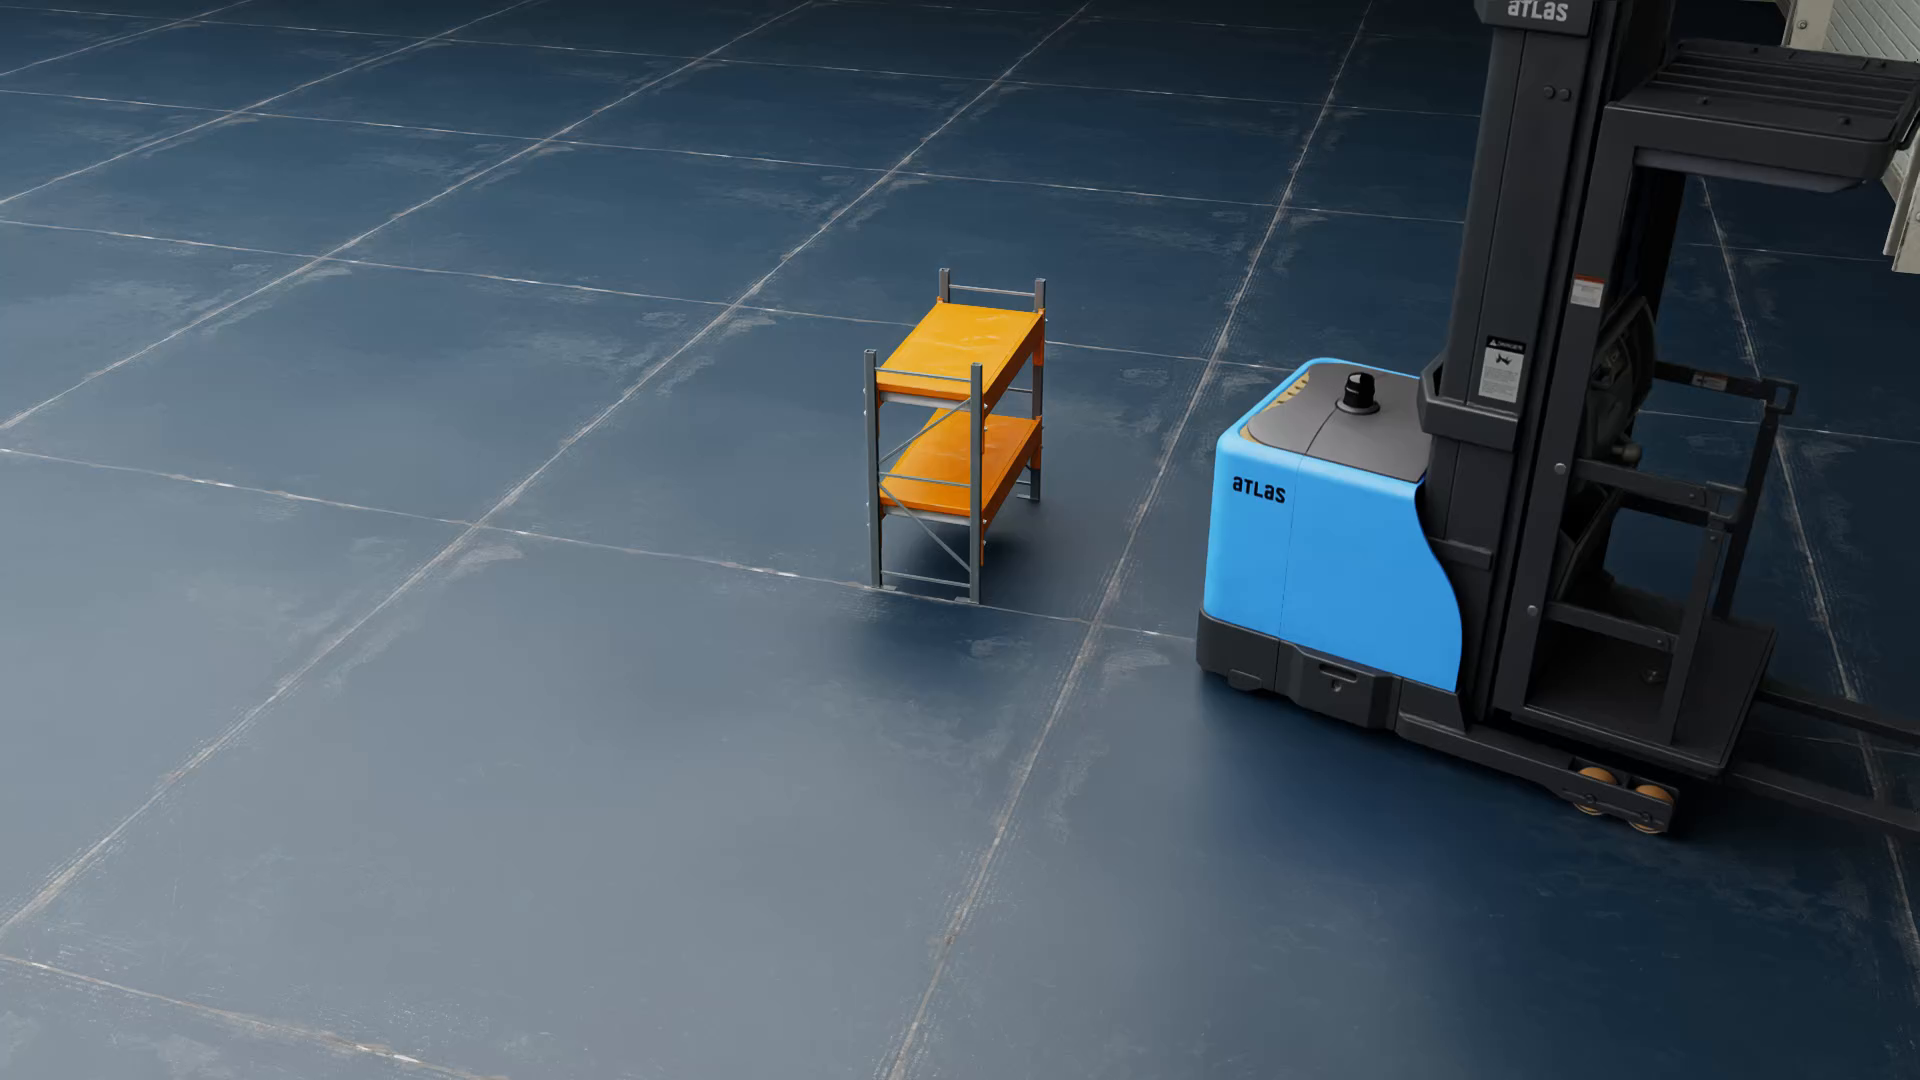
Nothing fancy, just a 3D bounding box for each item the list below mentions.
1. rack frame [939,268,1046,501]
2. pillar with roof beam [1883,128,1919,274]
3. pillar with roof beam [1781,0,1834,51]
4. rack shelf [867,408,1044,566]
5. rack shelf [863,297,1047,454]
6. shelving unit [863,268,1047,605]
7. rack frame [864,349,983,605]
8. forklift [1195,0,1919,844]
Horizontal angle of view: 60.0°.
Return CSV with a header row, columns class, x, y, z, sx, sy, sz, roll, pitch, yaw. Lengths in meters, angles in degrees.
class,x,y,z,sx,sy,sz,roll,pitch,yaw
rack frame,0.147,-0.725,7.896,0.500,1.125,0.032,8,30,15
pillar with roof beam,2.218,-6.380,9.963,9.100,9.000,0.400,8,30,15
pillar with roof beam,3.979,-9.169,14.975,9.100,9.000,0.400,8,30,15
rack shelf,-0.002,-0.275,7.590,0.538,0.278,1.000,8,30,15
rack shelf,-0.002,-0.744,7.329,0.538,0.278,1.000,8,30,15
shelving unit,-0.002,-0.488,7.471,0.538,1.125,1.048,8,30,15
rack frame,-0.151,-0.252,7.046,0.500,1.125,0.032,8,30,15
forklift,2.472,-0.539,5.703,3.031,2.935,1.130,17,33,28
